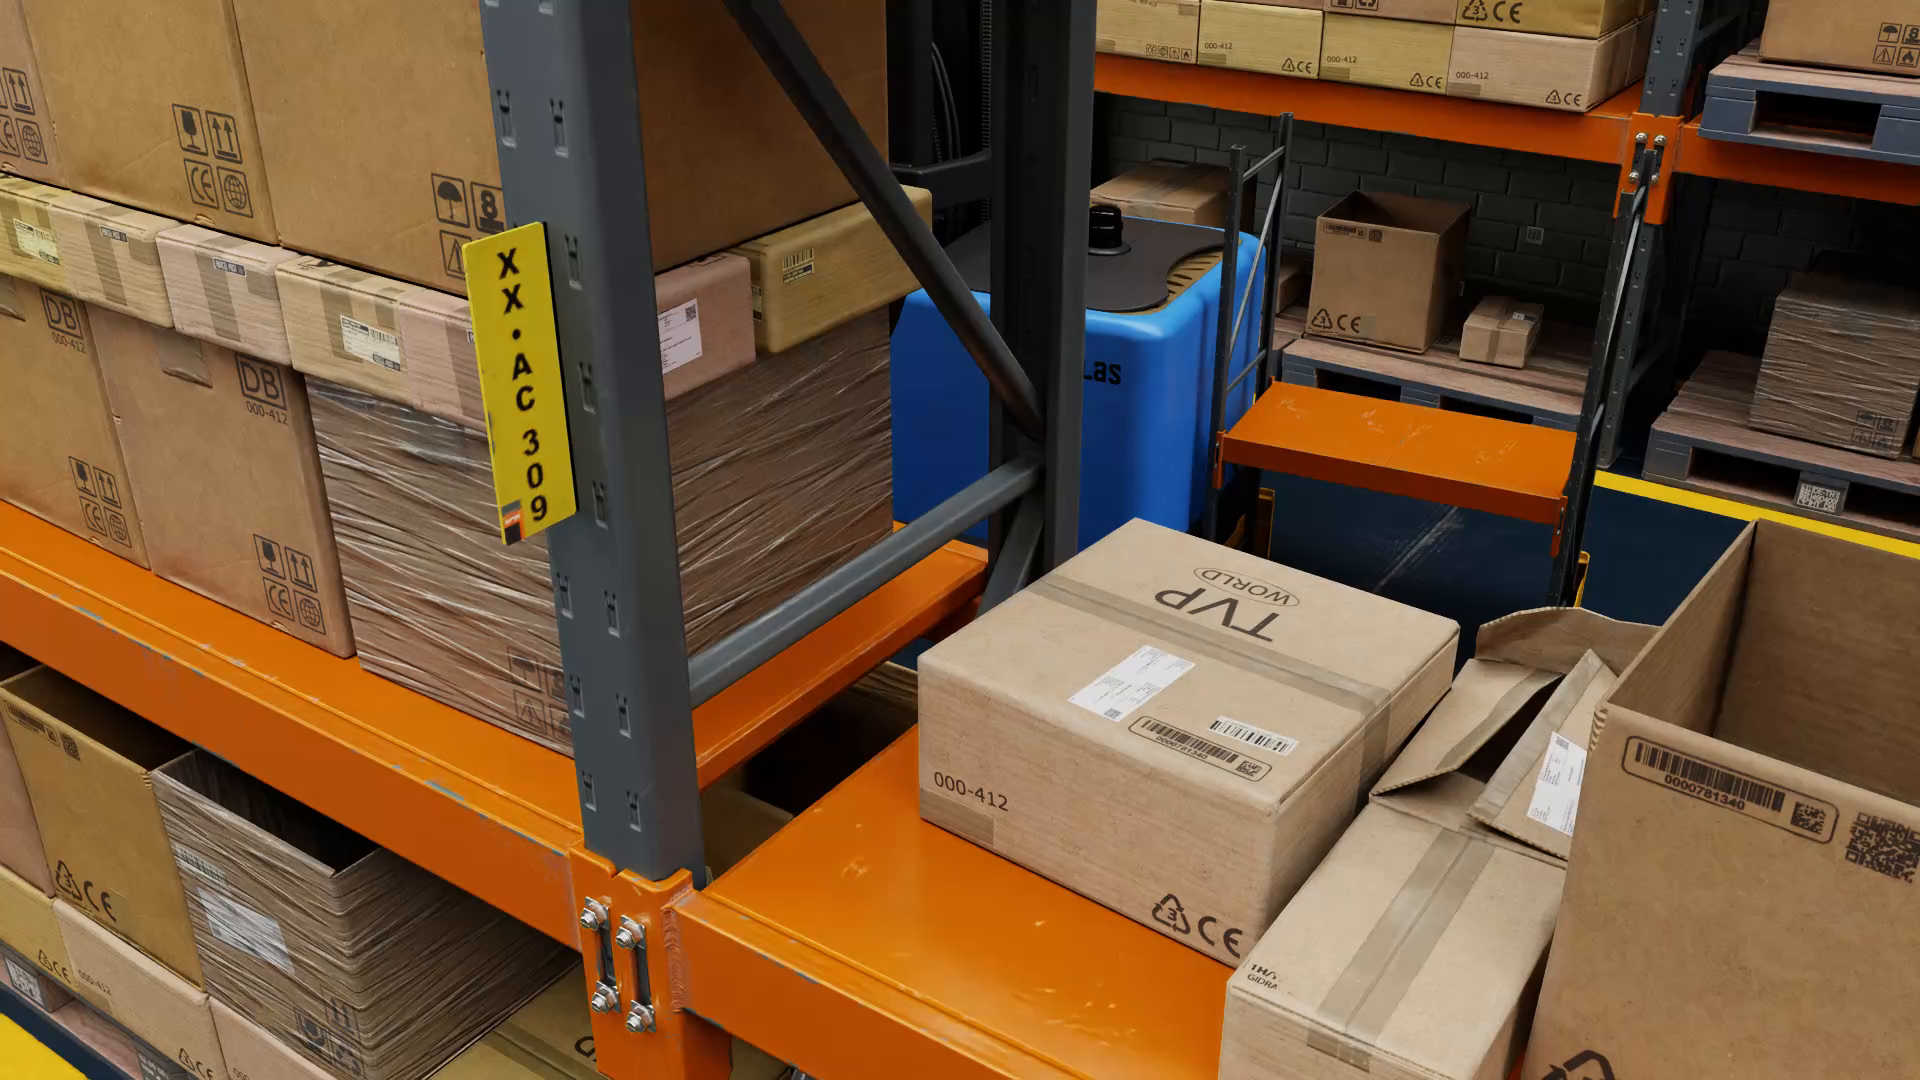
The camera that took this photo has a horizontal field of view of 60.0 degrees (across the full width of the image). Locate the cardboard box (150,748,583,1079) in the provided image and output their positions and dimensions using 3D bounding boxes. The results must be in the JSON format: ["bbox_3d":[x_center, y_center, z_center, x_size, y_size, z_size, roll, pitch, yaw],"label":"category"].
[{"bbox_3d":[-1.048,0.591,3.024,0.500,0.500,0.500,17,32,30],"label":"cardboard box"}]

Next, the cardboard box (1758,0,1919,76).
[{"bbox_3d":[3.065,-1.894,5.568,0.500,0.500,0.700,17,32,30],"label":"cardboard box"}]

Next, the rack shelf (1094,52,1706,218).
[{"bbox_3d":[1.016,-1.989,7.145,4.000,0.370,1.077,17,32,30],"label":"rack shelf"}]

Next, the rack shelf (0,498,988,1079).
[{"bbox_3d":[-1.785,-0.136,3.504,4.000,0.370,1.077,17,32,30],"label":"rack shelf"}]

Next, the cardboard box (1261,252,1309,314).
[{"bbox_3d":[1.358,-1.140,7.341,0.250,0.149,0.380,15,30,26],"label":"cardboard box"}]

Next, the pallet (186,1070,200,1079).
[{"bbox_3d":[-0.769,1.079,3.396,1.213,0.211,1.003,17,32,30],"label":"pallet"}]

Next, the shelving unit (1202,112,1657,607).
[{"bbox_3d":[1.328,-0.397,4.877,1.083,1.500,0.587,13,30,24],"label":"shelving unit"}]

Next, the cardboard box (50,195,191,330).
[{"bbox_3d":[-1.119,-0.464,2.530,0.250,0.149,0.380,17,32,30],"label":"cardboard box"}]

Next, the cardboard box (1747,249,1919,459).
[{"bbox_3d":[3.281,-0.696,6.081,0.500,0.500,0.700,19,32,32],"label":"cardboard box"}]

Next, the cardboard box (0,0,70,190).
[{"bbox_3d":[-1.336,-0.936,2.741,0.500,0.500,0.700,17,32,30],"label":"cardboard box"}]

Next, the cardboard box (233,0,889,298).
[{"bbox_3d":[-0.506,-0.678,2.234,0.500,0.500,0.700,17,32,31],"label":"cardboard box"}]

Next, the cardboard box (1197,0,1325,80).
[{"bbox_3d":[1.273,-2.001,6.518,0.500,0.250,0.500,17,32,30],"label":"cardboard box"}]

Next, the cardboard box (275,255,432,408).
[{"bbox_3d":[-0.685,-0.331,2.268,0.250,0.149,0.380,17,31,29],"label":"cardboard box"}]

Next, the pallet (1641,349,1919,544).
[{"bbox_3d":[3.307,-0.354,6.213,1.213,0.211,1.003,17,32,30],"label":"pallet"}]

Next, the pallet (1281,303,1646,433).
[{"bbox_3d":[2.091,-0.713,6.918,1.213,0.211,1.003,17,32,30],"label":"pallet"}]

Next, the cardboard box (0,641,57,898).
[{"bbox_3d":[-1.883,0.341,3.515,0.500,0.500,0.500,17,32,30],"label":"cardboard box"}]

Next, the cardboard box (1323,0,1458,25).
[{"bbox_3d":[1.685,-2.204,6.091,0.500,0.500,0.500,17,32,30],"label":"cardboard box"}]

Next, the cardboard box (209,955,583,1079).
[{"bbox_3d":[-1.049,0.925,3.193,0.500,0.250,0.500,17,32,30],"label":"cardboard box"}]

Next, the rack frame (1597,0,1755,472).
[{"bbox_3d":[2.665,-1.796,5.973,0.127,3.000,1.000,17,32,30],"label":"rack frame"}]

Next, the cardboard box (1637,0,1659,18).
[{"bbox_3d":[2.396,-2.271,6.223,0.500,0.500,0.500,16,31,29],"label":"cardboard box"}]

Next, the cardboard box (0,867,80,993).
[{"bbox_3d":[-1.882,0.674,3.686,0.500,0.250,0.500,17,32,30],"label":"cardboard box"}]

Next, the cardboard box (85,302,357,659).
[{"bbox_3d":[-0.944,-0.233,2.790,0.500,0.500,0.700,17,32,30],"label":"cardboard box"}]

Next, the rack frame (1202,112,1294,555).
[{"bbox_3d":[0.866,-0.503,5.084,0.032,1.500,0.500,13,30,24],"label":"rack frame"}]

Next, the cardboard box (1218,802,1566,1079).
[{"bbox_3d":[0.478,0.473,1.791,0.250,0.149,0.380,17,32,30],"label":"cardboard box"}]

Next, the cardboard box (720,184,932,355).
[{"bbox_3d":[-0.249,-0.418,2.440,0.250,0.149,0.380,17,32,30],"label":"cardboard box"}]

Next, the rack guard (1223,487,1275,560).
[{"bbox_3d":[0.883,0.058,5.360,0.087,0.250,0.587,13,30,24],"label":"rack guard"}]

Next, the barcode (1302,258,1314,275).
[{"bbox_3d":[1.544,-1.209,7.353,0.075,0.075,0.001,17,32,30],"label":"barcode"}]

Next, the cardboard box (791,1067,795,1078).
[{"bbox_3d":[-0.347,0.862,3.317,0.500,0.250,0.500,17,32,30],"label":"cardboard box"}]

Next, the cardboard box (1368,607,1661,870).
[{"bbox_3d":[0.692,0.274,2.053,0.258,0.266,0.396,16,31,29],"label":"cardboard box"}]

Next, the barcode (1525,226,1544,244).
[{"bbox_3d":[2.356,-1.249,6.816,0.075,0.075,0.001,17,32,30],"label":"barcode"}]

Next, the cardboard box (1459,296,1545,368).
[{"bbox_3d":[2.207,-0.856,6.763,0.250,0.166,0.380,13,30,24],"label":"cardboard box"}]

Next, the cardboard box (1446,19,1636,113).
[{"bbox_3d":[2.103,-1.747,6.018,0.500,0.250,0.500,17,32,30],"label":"cardboard box"}]

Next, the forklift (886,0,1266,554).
[{"bbox_3d":[-0.562,-1.434,5.337,3.031,2.935,1.130,13,30,24],"label":"forklift"}]
